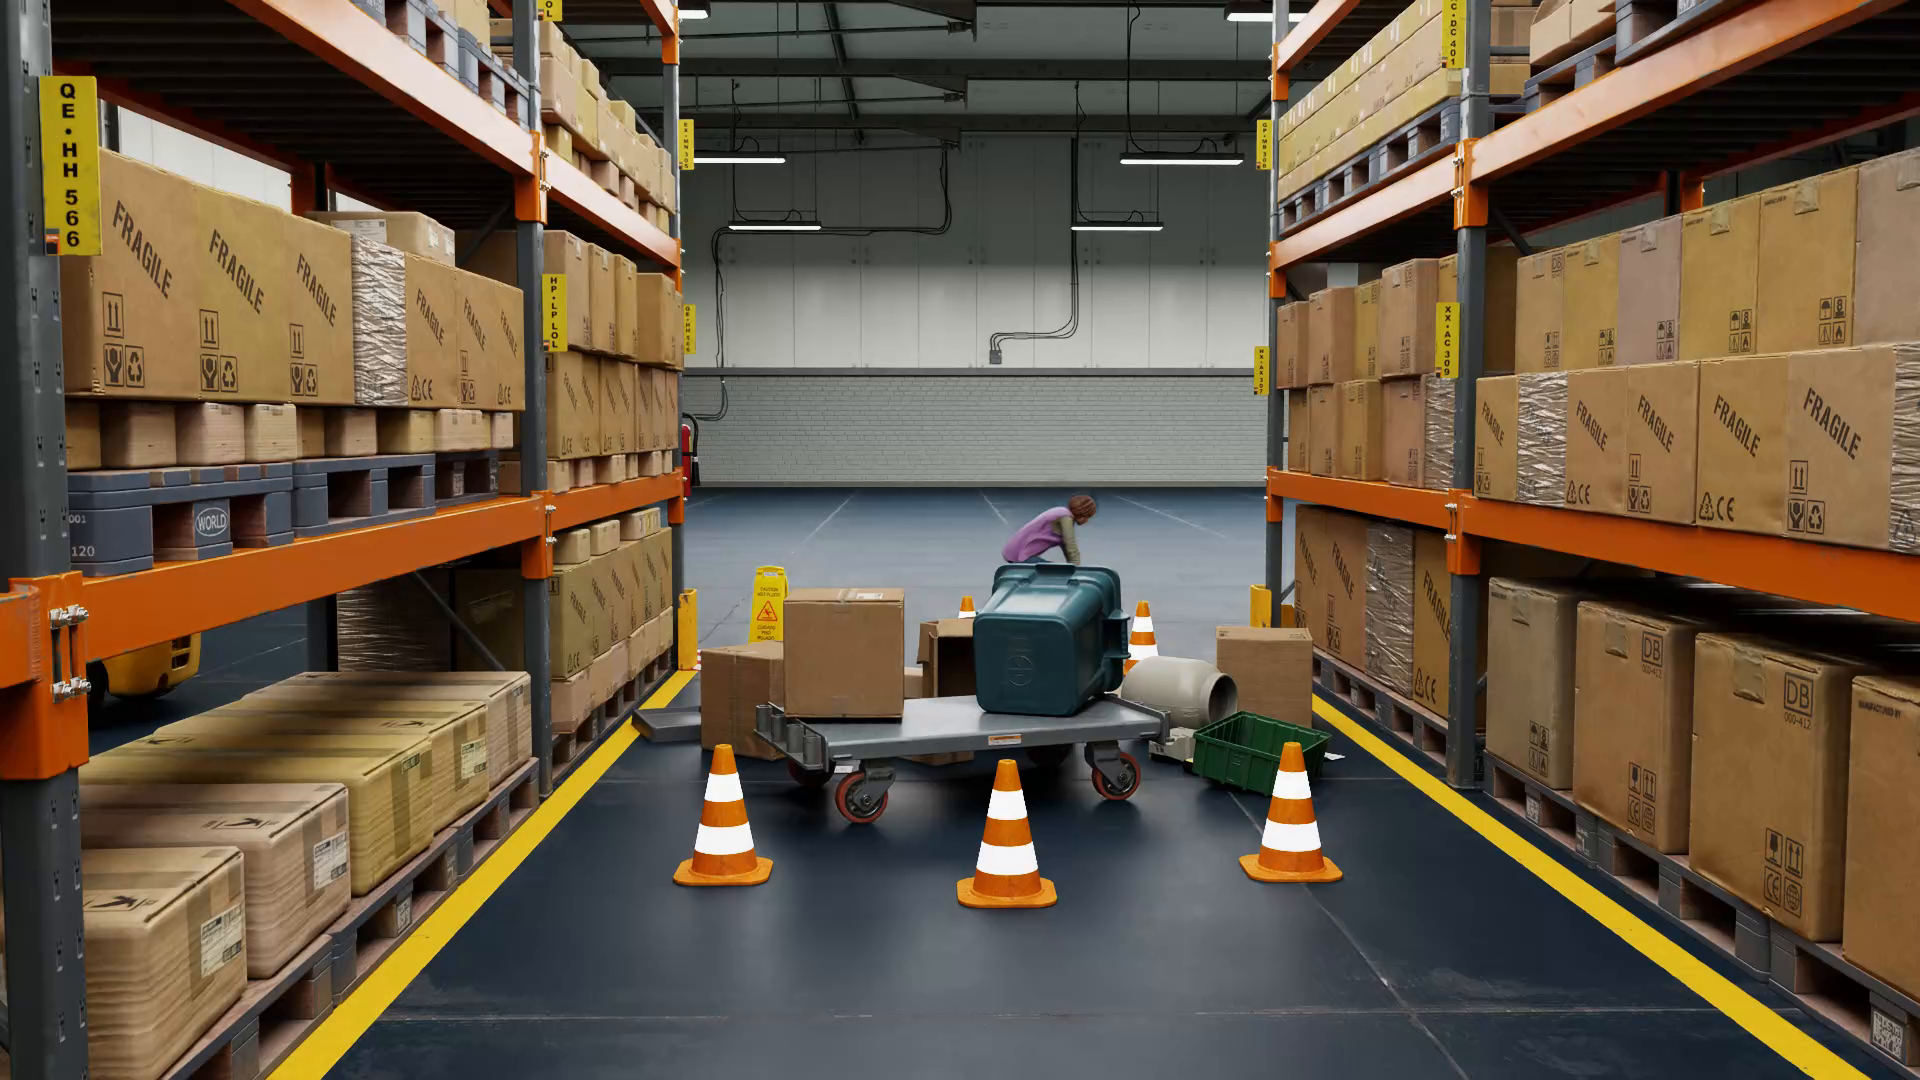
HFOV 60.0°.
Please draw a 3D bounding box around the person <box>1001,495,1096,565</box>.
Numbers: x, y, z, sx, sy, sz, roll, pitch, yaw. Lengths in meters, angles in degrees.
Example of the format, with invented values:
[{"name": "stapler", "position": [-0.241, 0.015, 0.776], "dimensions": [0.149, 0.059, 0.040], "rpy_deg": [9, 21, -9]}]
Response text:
[{"name": "person", "position": [0.699, 0.175, 13.104], "dimensions": [0.752, 1.062, 0.460], "rpy_deg": [0, 4, -1]}]
